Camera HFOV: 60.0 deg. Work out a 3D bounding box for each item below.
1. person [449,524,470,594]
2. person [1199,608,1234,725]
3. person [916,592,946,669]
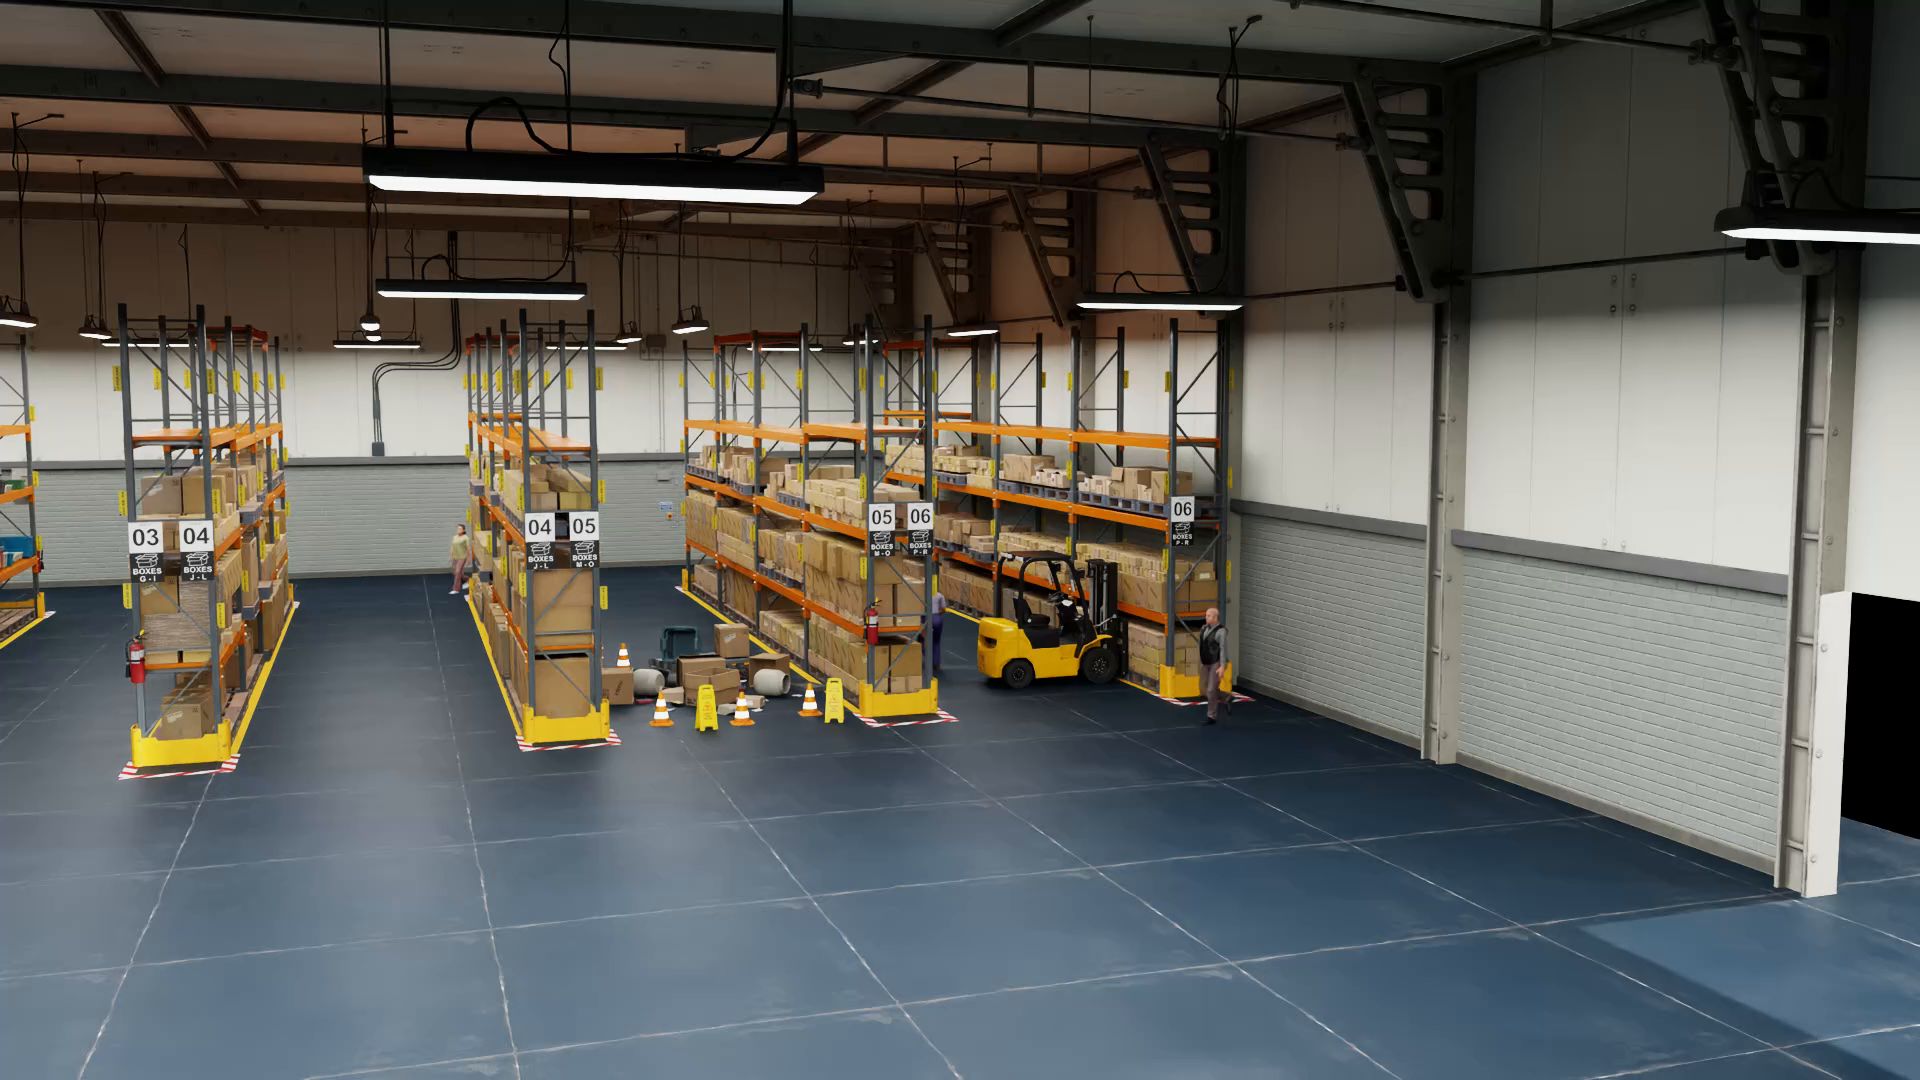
[{"bbox_3d":[-11.866,0.433,39.486,0.507,1.650,0.817,1,6,15],"label":"person"},{"bbox_3d":[3.770,1.834,24.473,0.691,1.707,0.631,-3,6,-27],"label":"person"},{"bbox_3d":[-0.531,1.482,29.267,0.604,1.518,0.718,-2,6,-16],"label":"person"}]
